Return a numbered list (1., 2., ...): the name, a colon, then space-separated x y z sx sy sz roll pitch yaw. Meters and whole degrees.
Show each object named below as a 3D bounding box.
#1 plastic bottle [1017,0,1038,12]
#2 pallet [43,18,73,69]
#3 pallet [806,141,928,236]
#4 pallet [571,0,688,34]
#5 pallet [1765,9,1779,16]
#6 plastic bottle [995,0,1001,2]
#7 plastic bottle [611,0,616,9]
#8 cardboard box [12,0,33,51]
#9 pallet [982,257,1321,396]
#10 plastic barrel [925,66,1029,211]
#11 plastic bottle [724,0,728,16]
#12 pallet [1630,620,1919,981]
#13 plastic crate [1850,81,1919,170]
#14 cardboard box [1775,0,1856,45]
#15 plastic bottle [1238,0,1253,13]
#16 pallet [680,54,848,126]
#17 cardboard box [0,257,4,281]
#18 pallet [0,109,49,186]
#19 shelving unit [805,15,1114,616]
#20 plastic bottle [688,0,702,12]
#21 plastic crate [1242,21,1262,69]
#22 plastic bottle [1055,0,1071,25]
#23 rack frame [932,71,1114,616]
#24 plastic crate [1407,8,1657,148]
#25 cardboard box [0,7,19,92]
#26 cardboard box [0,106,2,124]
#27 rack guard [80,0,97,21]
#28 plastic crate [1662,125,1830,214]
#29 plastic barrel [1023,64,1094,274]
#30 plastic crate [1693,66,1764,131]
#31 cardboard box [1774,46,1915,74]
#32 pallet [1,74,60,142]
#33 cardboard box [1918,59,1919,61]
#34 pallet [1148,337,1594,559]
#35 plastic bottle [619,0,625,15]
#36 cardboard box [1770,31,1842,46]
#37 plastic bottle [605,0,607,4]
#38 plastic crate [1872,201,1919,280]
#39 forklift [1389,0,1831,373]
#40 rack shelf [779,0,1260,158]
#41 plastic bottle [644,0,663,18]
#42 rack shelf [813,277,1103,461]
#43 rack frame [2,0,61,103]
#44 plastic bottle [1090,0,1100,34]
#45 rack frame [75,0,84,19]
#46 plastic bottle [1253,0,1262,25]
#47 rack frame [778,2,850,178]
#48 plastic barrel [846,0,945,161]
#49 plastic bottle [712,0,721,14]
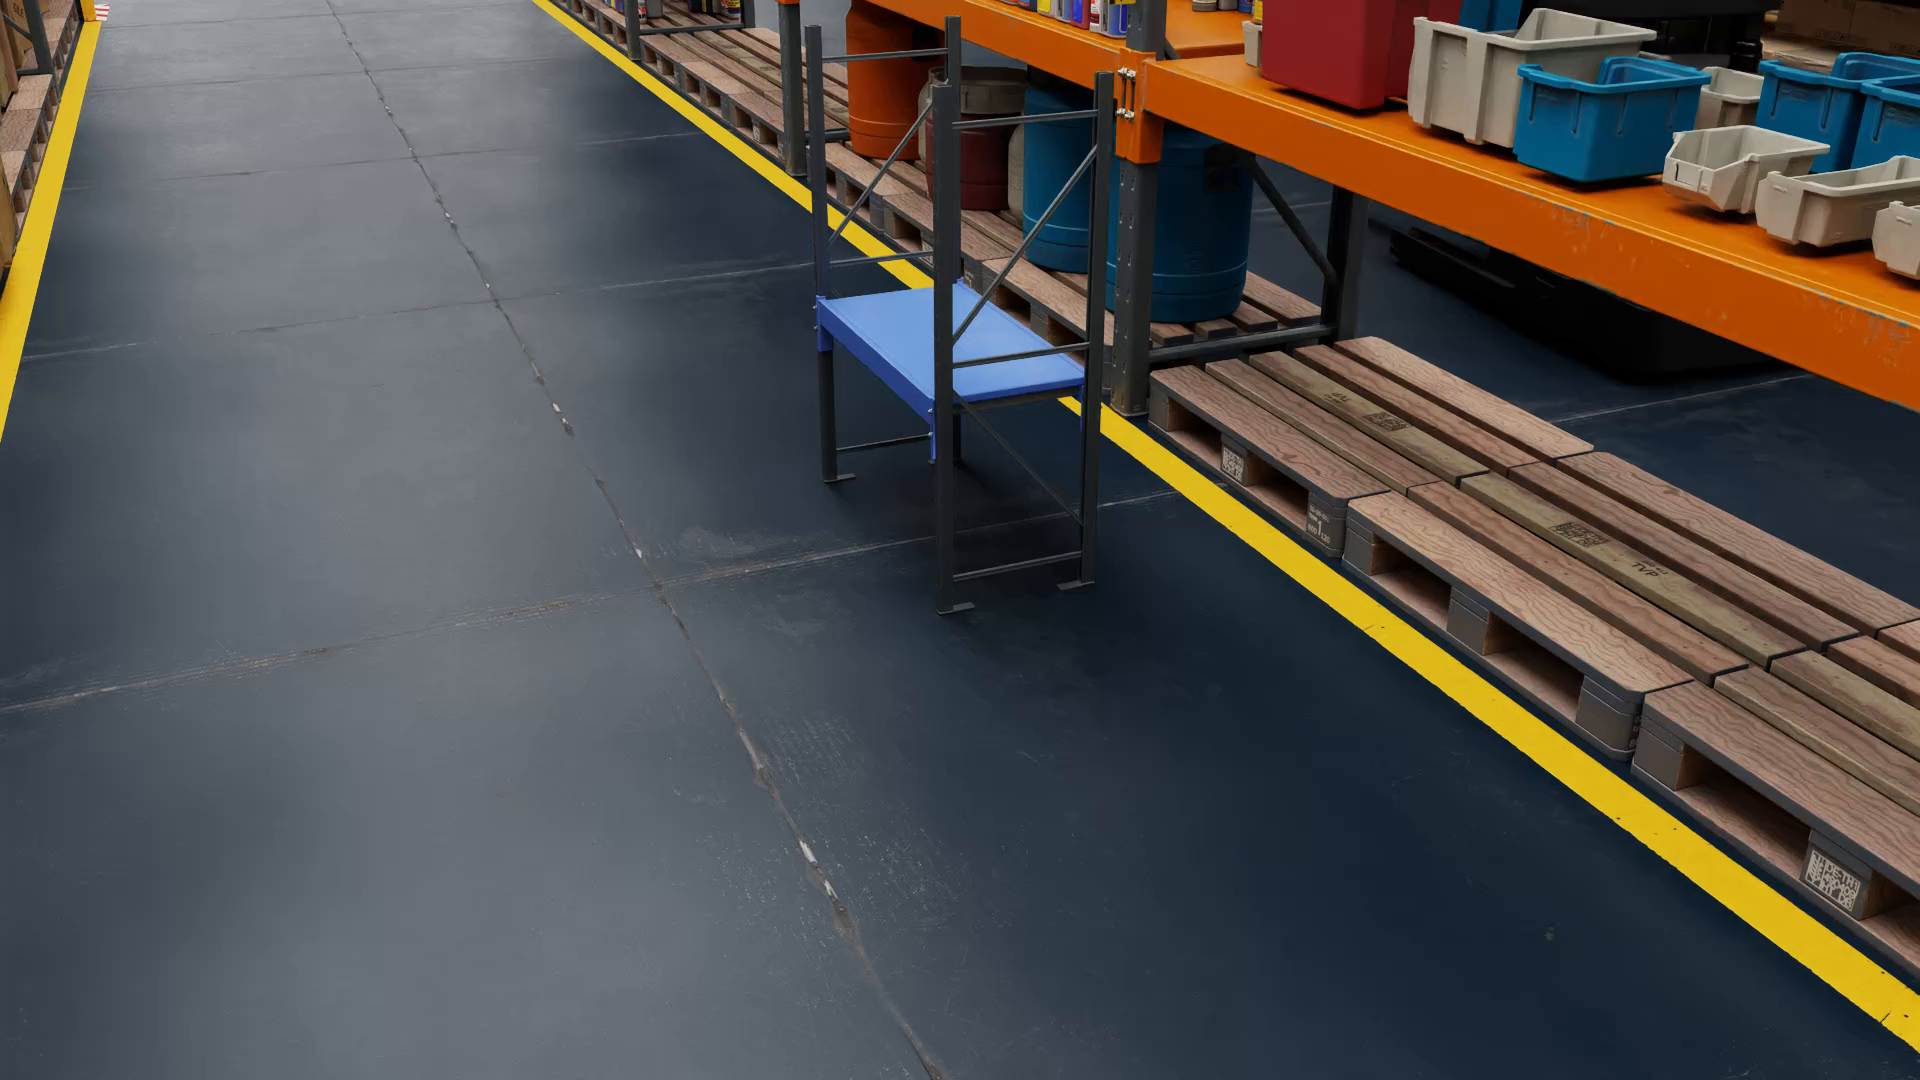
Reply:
1. plastic bottle: 0.314 -2.271 6.538 0.144 0.351 0.185 -11 28 -21
2. pallet: -7.420 -3.787 12.767 1.003 0.211 1.213 -11 28 -21
3. pallet: -0.172 -1.954 9.012 1.003 0.211 1.213 -11 28 -21
4. pallet: -2.792 -4.652 14.537 1.003 0.211 1.213 -11 28 -21
5. pallet: 7.818 -4.775 14.789 1.003 0.211 1.213 -11 28 -21
6. plastic bottle: 0.202 -2.357 6.800 0.152 0.276 0.135 -11 28 -21
7. plastic bottle: -2.804 -4.559 13.686 0.144 0.351 0.185 -11 28 -21
8. cardboard box: -6.994 -3.746 11.874 0.500 0.500 0.500 -2 26 -4
9. pallet: 0.784 -0.969 6.994 1.003 0.211 1.213 -11 28 -21
10. plastic barrel: 0.131 -1.973 8.142 0.600 0.588 0.708 -11 28 -21
11. plastic bottle: -1.847 -4.318 13.364 0.097 0.201 0.097 0 26 0
12. pallet: 2.327 0.625 3.730 1.003 0.211 1.213 -11 28 -21
13. plastic crate: 2.305 -0.928 3.855 0.416 0.233 0.300 -11 28 -21
14. cardboard box: 5.053 -3.008 9.484 0.500 0.250 0.500 -11 28 -22
15. plastic bottle: 1.144 -2.204 6.491 0.097 0.271 0.097 0 26 0
16. pallet: -1.261 -3.076 11.310 1.003 0.211 1.213 -11 28 -21
17. cardboard box: -4.483 -1.258 6.351 1.225 0.875 0.875 -10 28 -20
18. pallet: -5.855 -2.222 9.560 1.003 0.211 1.213 -11 28 -21
19. shelving unit: -0.033 -0.708 4.991 0.538 1.500 1.048 -11 28 -21
20. plastic bottle: -2.152 -4.513 13.592 0.144 0.351 0.185 -11 28 -21
21. plastic crate: 1.098 -1.600 5.339 0.396 0.136 0.243 -11 28 -21
22. plastic bottle: 0.453 -2.099 6.271 0.152 0.276 0.135 -11 28 -21
23. rack frame: 0.166 -0.503 4.571 0.500 1.500 0.032 -11 28 -21
24. plastic crate: 1.476 -1.229 4.415 0.437 0.282 0.530 -11 28 -21
25. cardboard box: -6.422 -3.105 10.538 0.700 0.500 0.500 -13 29 -25
26. cardboard box: -6.033 -2.683 9.675 0.700 0.500 0.500 -13 29 -25
27. rack guard: -8.180 -4.743 14.395 1.175 0.500 0.348 -11 28 -21
28. plastic crate: 1.763 -0.839 3.782 0.298 0.136 0.250 -11 28 -21
29. plastic barrel: 0.573 -1.658 7.139 0.600 0.901 0.708 -11 28 -21
30. plastic crate: 2.006 -1.161 4.441 0.293 0.136 0.466 -11 28 -21
31. cardboard box: 4.768 -2.381 9.055 0.500 0.500 0.500 -10 28 -20
32. pallet: -6.337 -2.715 10.570 1.003 0.211 1.213 -11 28 -21
33. cardboard box: 5.422 -2.278 8.845 0.500 0.500 0.500 -10 28 -20
34. pallet: 1.371 -0.360 5.747 1.003 0.211 1.213 -11 28 -21
35. plastic bottle: -2.678 -4.428 13.419 0.144 0.351 0.185 -12 29 -23
36. cardboard box: 5.036 -2.685 9.679 0.500 0.500 0.500 -12 28 -23
37. plastic bottle: -2.936 -4.601 13.943 0.097 0.201 0.097 0 26 0
38. plastic crate: 2.028 -0.615 3.322 0.396 0.136 0.243 -11 28 -21
39. forklift: 2.699 -2.586 7.205 1.130 2.935 3.031 -7 27 -15
40. rack shelf: 0.264 -2.388 7.541 1.077 0.370 4.000 -11 28 -21
41. plastic bottle: -2.470 -4.376 13.311 0.144 0.351 0.185 -11 28 -21
42. rack shelf: -0.033 -0.547 5.070 0.538 0.185 1.000 -11 28 -21
43. rack frame: -6.643 -4.282 10.602 1.000 3.000 0.127 -11 28 -21
44. plastic bottle: 0.525 -1.960 6.072 0.097 0.201 0.097 0 26 0
45. rack frame: -8.209 -5.897 13.909 1.000 3.000 0.127 -11 28 -21
46. plastic bottle: 1.192 -2.095 6.179 0.144 0.351 0.185 -11 28 -21
47. rack frame: -0.519 -3.518 9.037 1.000 3.000 0.127 -11 28 -21
48. plastic barrel: -0.312 -2.537 9.023 0.600 0.830 0.708 -11 28 -21
49. plastic bottle: -1.959 -4.437 13.521 0.152 0.276 0.135 -10 28 -19
